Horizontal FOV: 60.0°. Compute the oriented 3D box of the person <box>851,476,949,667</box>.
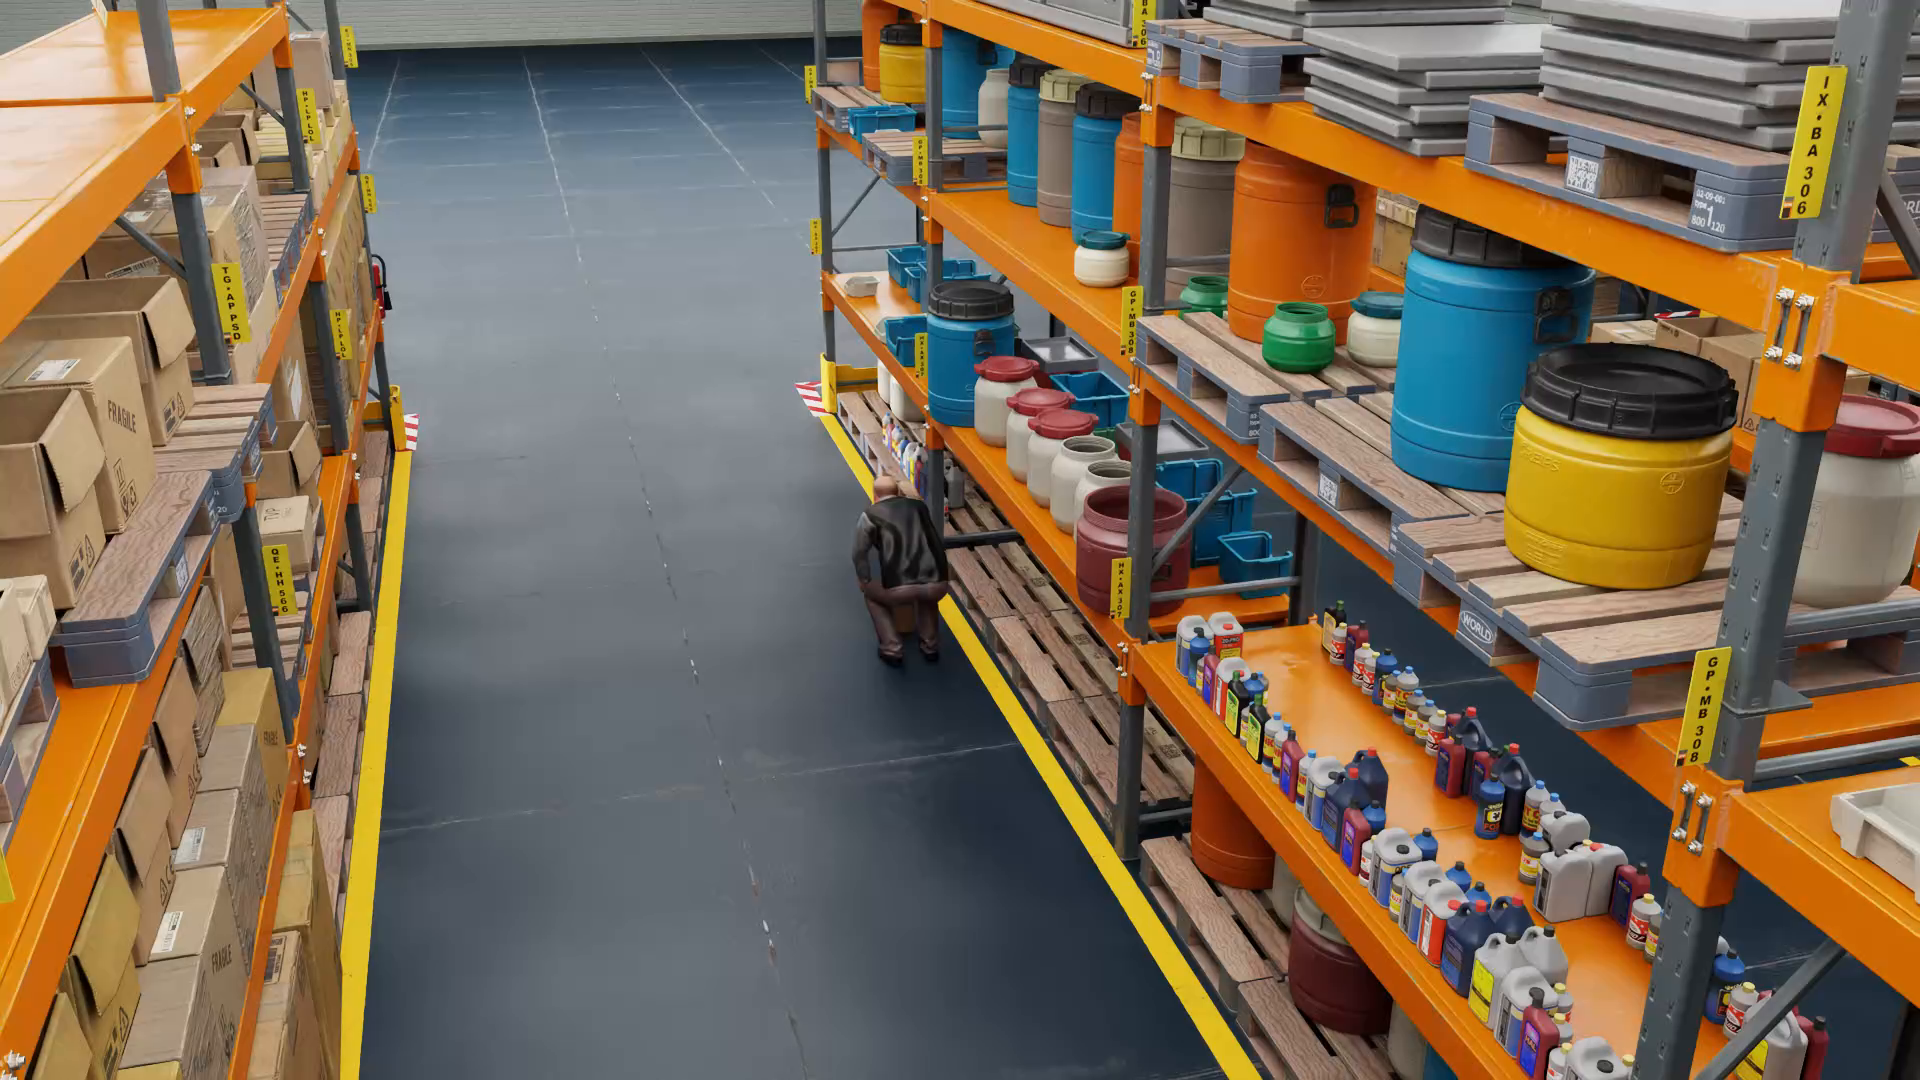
[{"bbox_3d":[-0.397,0.219,10.932,0.568,1.139,0.823,-6,24,-14],"label":"person"}]
